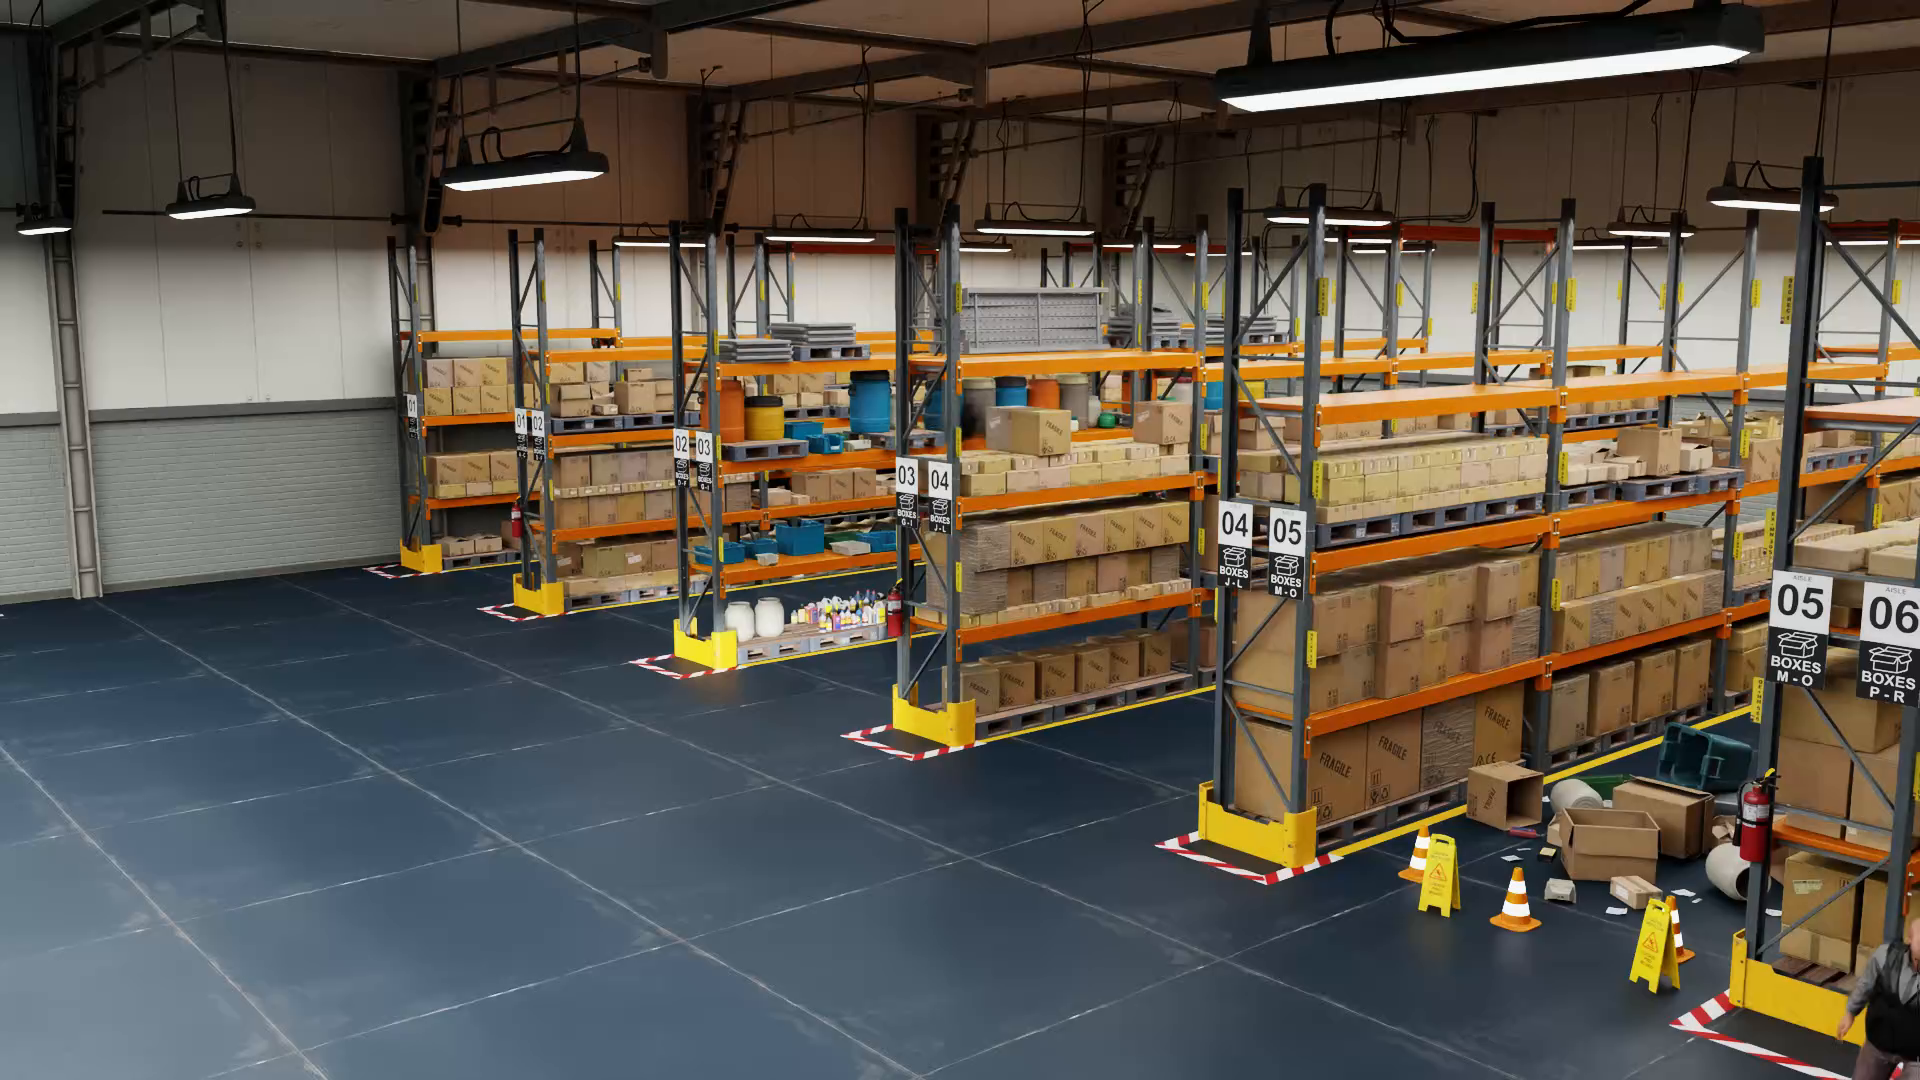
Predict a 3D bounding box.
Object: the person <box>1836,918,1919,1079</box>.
[{"bbox_3d":[5.461,2.890,9.578,0.730,1.666,0.731,8,12,43],"label":"person"}]
